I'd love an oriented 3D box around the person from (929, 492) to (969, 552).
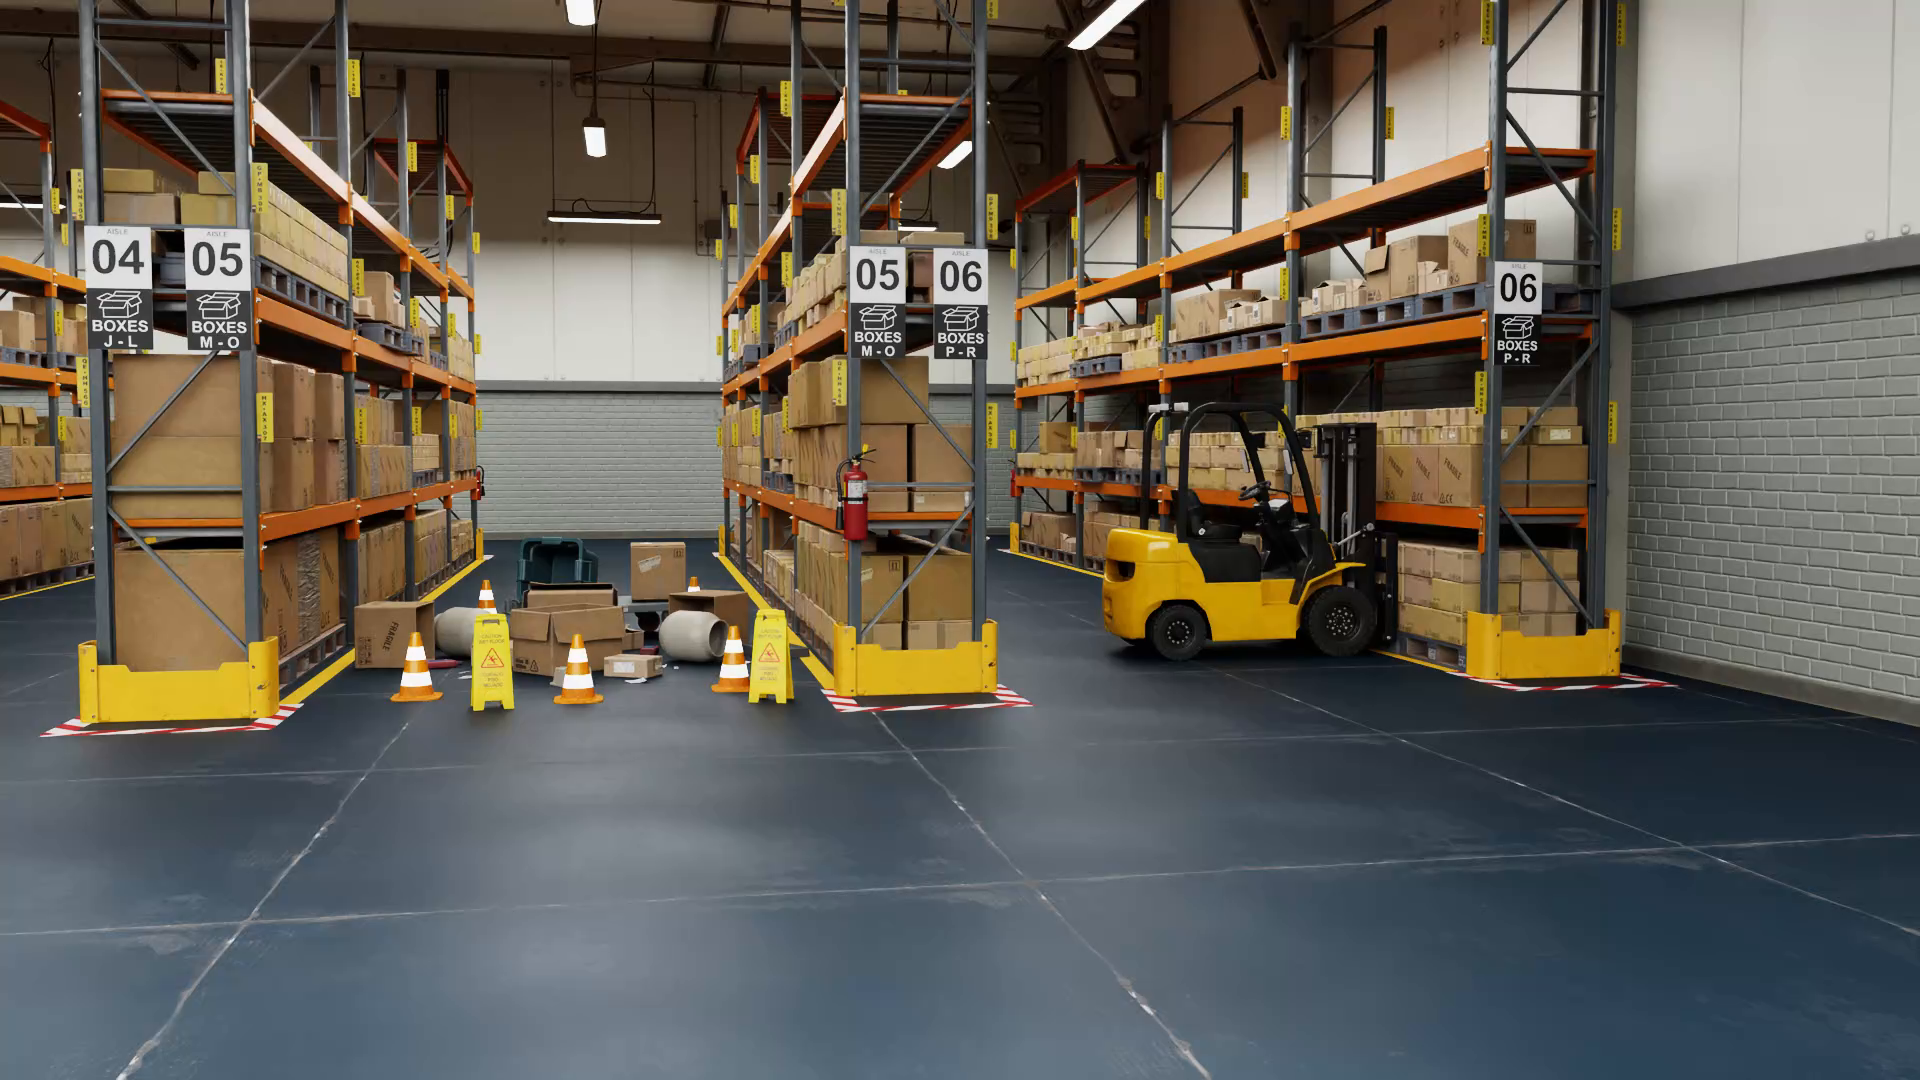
[{"bbox_3d":[-0.129,-0.144,19.342,0.448,1.653,0.790,-1,3,-10],"label":"person"}]
